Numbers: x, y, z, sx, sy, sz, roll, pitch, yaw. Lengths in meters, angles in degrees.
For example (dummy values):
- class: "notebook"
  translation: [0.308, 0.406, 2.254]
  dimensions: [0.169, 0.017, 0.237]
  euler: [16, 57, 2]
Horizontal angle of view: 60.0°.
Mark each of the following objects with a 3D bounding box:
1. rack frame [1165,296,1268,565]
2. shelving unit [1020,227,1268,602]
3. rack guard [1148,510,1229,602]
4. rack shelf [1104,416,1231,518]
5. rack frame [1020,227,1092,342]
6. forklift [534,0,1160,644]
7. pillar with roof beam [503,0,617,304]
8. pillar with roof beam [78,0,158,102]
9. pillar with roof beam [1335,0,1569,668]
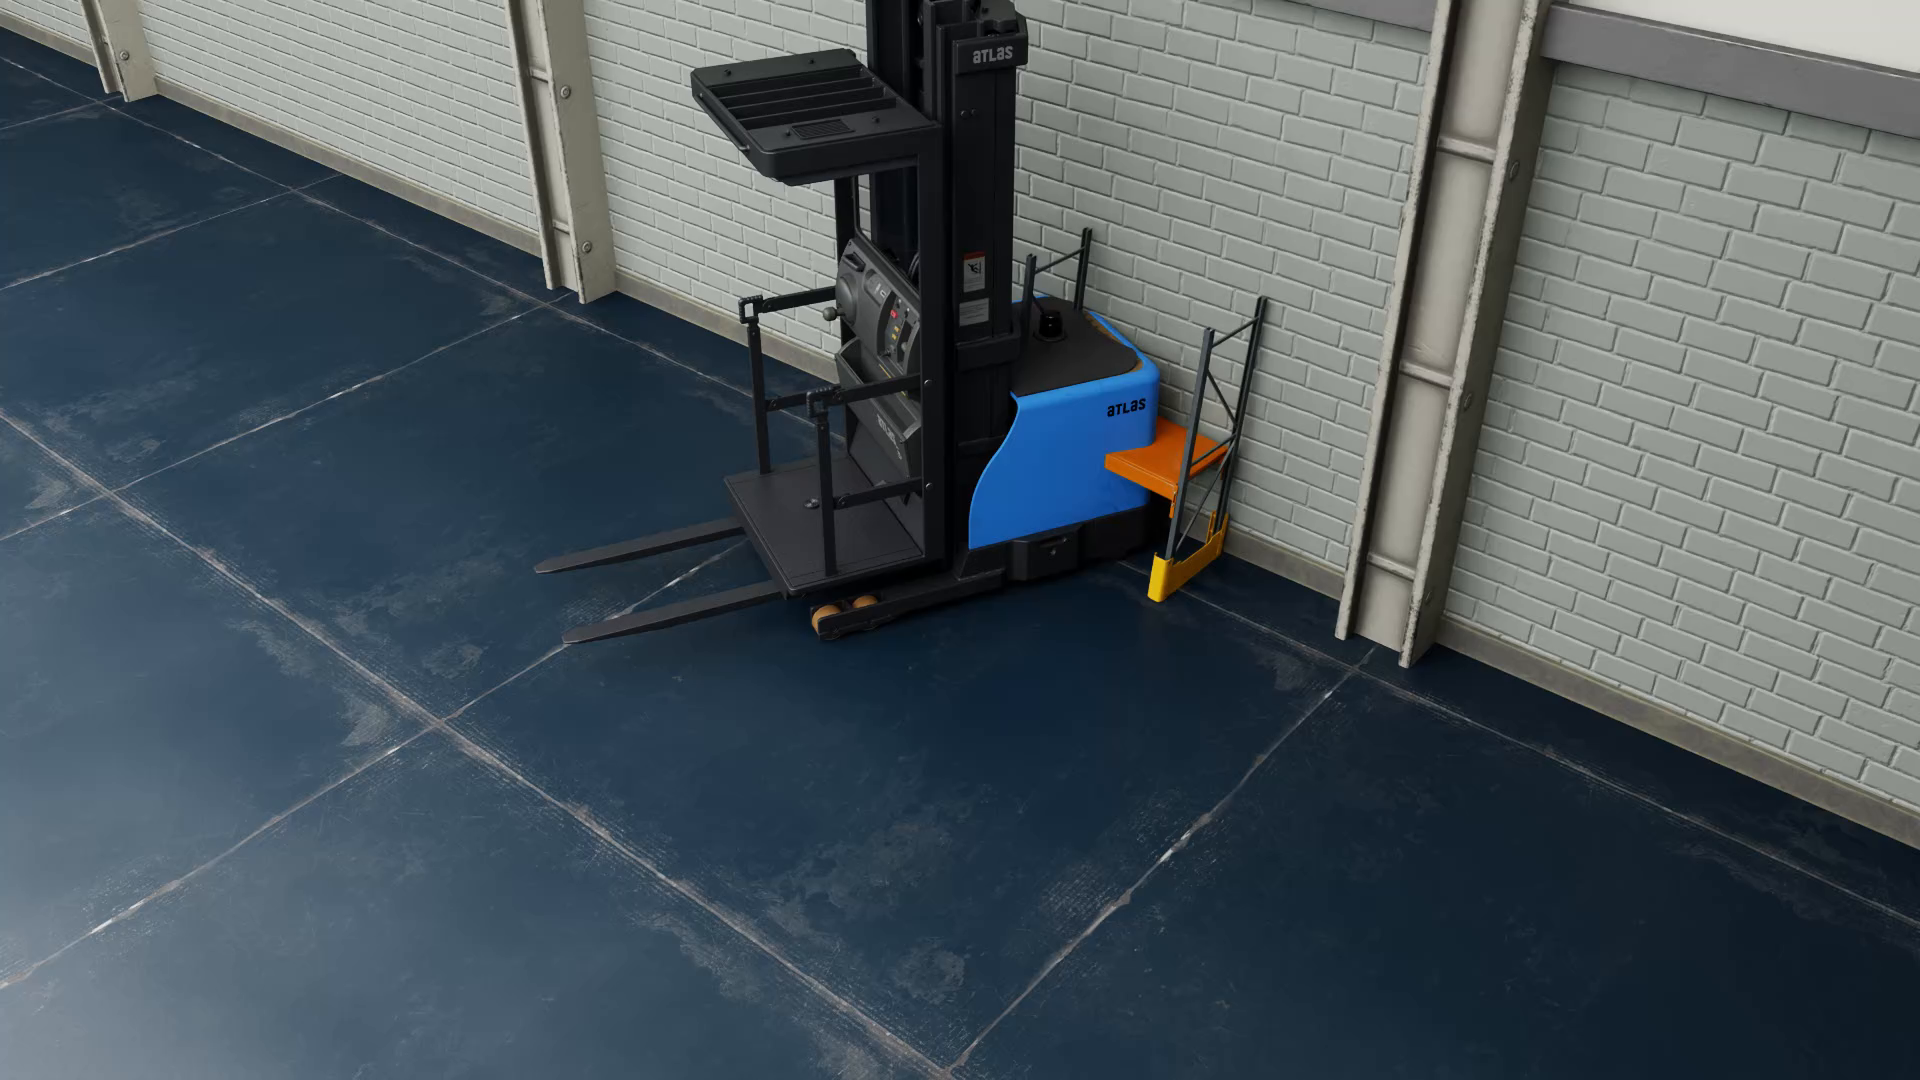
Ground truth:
- class: "rack frame"
  translation: [1.217, -0.427, 8.056]
  dimensions: [0.032, 1.500, 0.500]
  euler: [28, 41, 30]
- class: "shelving unit"
  translation: [0.820, -0.639, 8.311]
  dimensions: [1.083, 1.500, 0.587]
  euler: [28, 41, 30]
- class: "rack guard"
  translation: [1.157, 0.077, 8.422]
  dimensions: [0.087, 0.250, 0.587]
  euler: [28, 41, 30]
- class: "rack shelf"
  translation: [0.814, -0.488, 8.409]
  dimensions: [1.000, 0.185, 0.538]
  euler: [28, 41, 30]
- class: "rack frame"
  translation: [0.436, -0.843, 8.557]
  dimensions: [0.032, 1.500, 0.500]
  euler: [28, 41, 30]
- class: "forklift"
  translation: [-0.572, -1.066, 7.713]
  dimensions: [3.031, 2.935, 1.130]
  euler: [-14, 37, -19]
- class: "pillar with roof beam"
  translation: [-5.298, -3.539, 5.954]
  dimensions: [0.400, 9.000, 9.100]
  euler: [25, 42, 32]
- class: "pillar with roof beam"
  translation: [-9.910, -5.712, 9.118]
  dimensions: [0.400, 9.000, 9.100]
  euler: [25, 42, 32]
- class: "pillar with roof beam"
  translation: [-0.687, -1.365, 2.789]
  dimensions: [0.400, 9.000, 9.100]
  euler: [25, 42, 32]
